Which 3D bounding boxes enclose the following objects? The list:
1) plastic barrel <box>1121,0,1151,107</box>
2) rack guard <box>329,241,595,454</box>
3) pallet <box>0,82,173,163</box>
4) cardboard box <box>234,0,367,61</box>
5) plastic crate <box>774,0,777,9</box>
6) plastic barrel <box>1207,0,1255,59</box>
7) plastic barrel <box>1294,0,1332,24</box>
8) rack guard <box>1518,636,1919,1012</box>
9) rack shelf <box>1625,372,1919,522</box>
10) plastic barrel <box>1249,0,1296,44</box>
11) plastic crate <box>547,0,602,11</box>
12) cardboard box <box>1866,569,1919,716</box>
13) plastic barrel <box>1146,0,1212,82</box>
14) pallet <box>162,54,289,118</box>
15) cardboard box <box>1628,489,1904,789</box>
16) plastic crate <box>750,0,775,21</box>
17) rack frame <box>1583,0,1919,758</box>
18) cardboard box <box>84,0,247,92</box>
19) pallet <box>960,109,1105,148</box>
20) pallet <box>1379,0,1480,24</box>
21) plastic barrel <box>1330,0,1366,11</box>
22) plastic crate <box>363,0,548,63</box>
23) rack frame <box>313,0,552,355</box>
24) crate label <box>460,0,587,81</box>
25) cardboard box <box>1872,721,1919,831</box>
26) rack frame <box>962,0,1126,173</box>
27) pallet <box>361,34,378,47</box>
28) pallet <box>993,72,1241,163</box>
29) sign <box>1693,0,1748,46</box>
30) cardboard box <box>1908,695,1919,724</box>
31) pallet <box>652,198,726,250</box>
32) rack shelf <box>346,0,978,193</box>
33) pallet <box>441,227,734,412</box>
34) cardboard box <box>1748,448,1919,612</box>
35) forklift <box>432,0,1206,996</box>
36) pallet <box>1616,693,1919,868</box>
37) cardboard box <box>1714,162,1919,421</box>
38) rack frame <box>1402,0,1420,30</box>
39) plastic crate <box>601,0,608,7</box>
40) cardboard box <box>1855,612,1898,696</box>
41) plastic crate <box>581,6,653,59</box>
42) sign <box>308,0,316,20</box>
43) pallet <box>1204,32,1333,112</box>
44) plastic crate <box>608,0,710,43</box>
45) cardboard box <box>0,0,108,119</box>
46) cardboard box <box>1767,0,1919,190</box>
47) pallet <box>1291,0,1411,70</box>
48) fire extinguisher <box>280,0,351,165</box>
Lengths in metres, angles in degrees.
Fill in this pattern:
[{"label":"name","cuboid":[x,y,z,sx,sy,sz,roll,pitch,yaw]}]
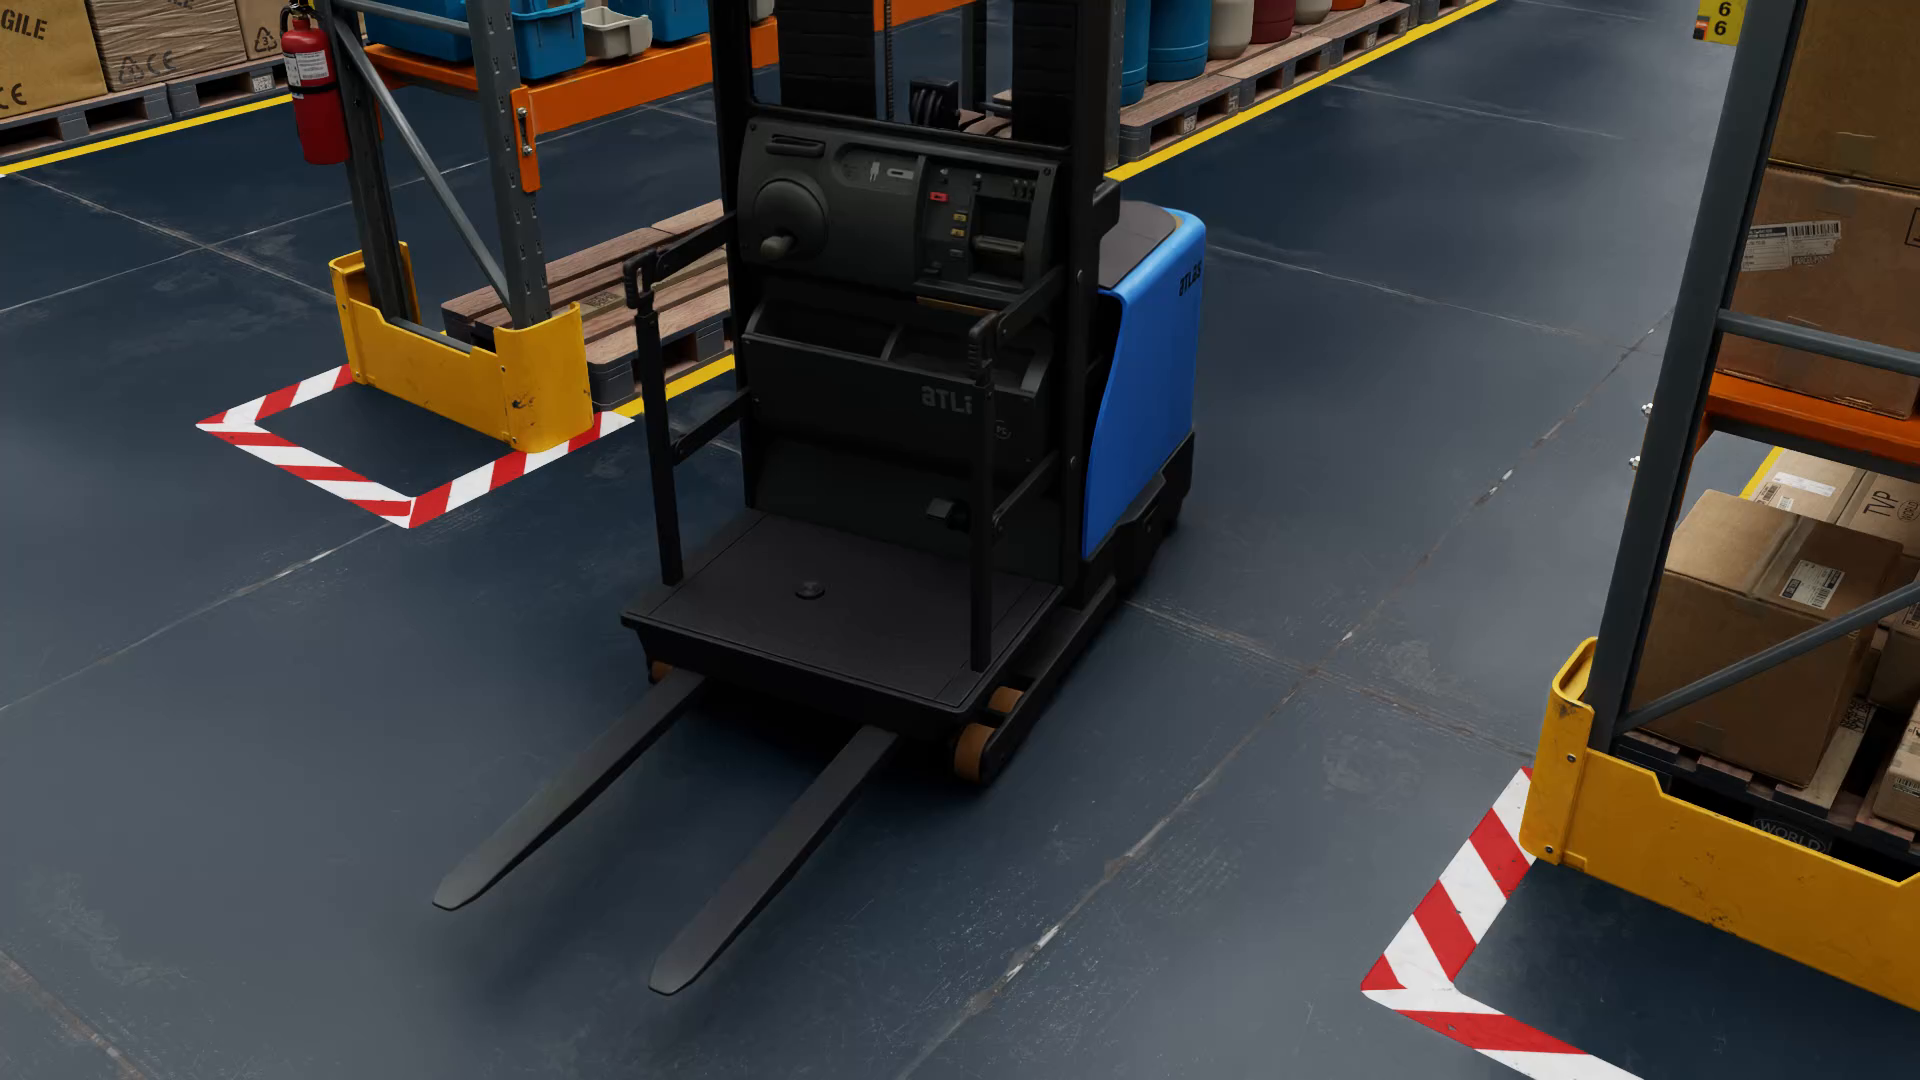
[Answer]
[{"label":"plastic barrel","cuboid":[0.787,-2.987,9.495,0.600,0.901,0.708,21,37,31]},{"label":"rack guard","cuboid":[-1.974,-0.779,6.573,1.175,0.500,0.348,21,37,31]},{"label":"pallet","cuboid":[-5.498,-2.541,9.831,1.003,0.211,1.213,21,37,31]},{"label":"cardboard box","cuboid":[-4.510,-3.675,10.681,0.875,0.875,0.875,21,37,31]},{"label":"plastic crate","cuboid":[-0.764,-2.356,6.888,0.416,0.233,0.300,21,37,31]},{"label":"plastic barrel","cuboid":[1.626,-3.310,10.421,0.421,0.512,0.421,0,31,0]},{"label":"plastic barrel","cuboid":[2.308,-3.769,11.195,0.421,0.512,0.421,0,31,0]},{"label":"rack guard","cuboid":[2.023,0.703,4.074,1.175,0.500,0.348,21,37,31]},{"label":"rack shelf","cuboid":[3.184,-0.845,4.940,1.077,0.370,4.000,21,37,31]},{"label":"plastic barrel","cuboid":[1.896,-3.600,10.835,0.600,0.588,0.708,21,37,31]},{"label":"plastic crate","cuboid":[-1.622,-2.167,6.665,0.396,0.136,0.243,21,37,31]},{"label":"cardboard box","cuboid":[2.833,0.315,4.542,0.500,0.250,0.500,21,37,31]},{"label":"plastic barrel","cuboid":[1.214,-3.275,9.981,0.600,0.901,0.708,21,37,31]},{"label":"pallet","cuboid":[-4.762,-3.035,10.664,1.003,0.211,1.213,21,37,31]},{"label":"cardboard box","cuboid":[2.109,0.248,4.410,0.500,0.500,0.500,21,37,31]},{"label":"plastic crate","cuboid":[-0.889,-2.160,6.652,0.250,0.136,0.298,21,37,31]},{"label":"rack frame","cuboid":[1.977,-0.342,3.384,1.000,3.000,0.127,21,37,31]},{"label":"cardboard box","cuboid":[-5.047,-3.313,10.071,0.875,0.875,0.875,21,37,31]},{"label":"pallet","cuboid":[0.032,-1.983,8.889,1.003,0.211,1.213,21,37,31]},{"label":"pallet","cuboid":[3.358,-4.223,12.668,1.003,0.211,1.213,21,37,31]},{"label":"plastic barrel","cuboid":[2.577,-4.162,11.548,0.600,0.830,0.708,21,37,31]},{"label":"plastic crate","cuboid":[-1.917,-2.102,6.262,0.616,0.435,0.499,21,37,31]},{"label":"rack frame","cuboid":[-1.970,-1.868,5.959,1.000,3.000,0.127,21,37,31]},{"label":"crate label","cuboid":[-1.558,-1.821,5.985,0.416,0.233,0.303,21,37,31]},{"label":"cardboard box","cuboid":[2.504,0.631,4.108,0.380,0.149,0.250,21,37,31]},{"label":"rack frame","cuboid":[0.445,-3.494,8.703,1.000,3.000,0.127,21,37,31]},{"label":"pallet","cuboid":[-4.026,-3.533,11.505,1.003,0.211,1.213,21,37,31]},{"label":"pallet","cuboid":[0.944,-2.595,9.921,1.003,0.211,1.213,21,37,31]},{"label":"sign","cuboid":[1.546,-1.155,3.311,0.100,0.325,0.005,21,37,31]},{"label":"cardboard box","cuboid":[2.655,0.522,4.275,0.380,0.166,0.250,21,37,31]},{"label":"pallet","cuboid":[-0.704,-1.485,8.049,1.003,0.211,1.213,21,37,31]},{"label":"rack shelf","cuboid":[-0.763,-2.371,7.514,1.077,0.370,4.000,21,37,31]},{"label":"pallet","cuboid":[-1.441,-0.991,7.216,1.003,0.211,1.213,21,37,31]},{"label":"cardboard box","cuboid":[2.706,-0.022,5.110,0.500,0.250,0.500,21,37,31]},{"label":"forklift","cuboid":[-0.275,-0.842,4.296,1.130,2.935,3.031,14,33,22]},{"label":"pallet","cuboid":[2.503,0.503,4.695,1.003,0.211,1.213,21,37,31]},{"label":"cardboard box","cuboid":[2.030,-0.651,3.808,0.500,0.500,0.500,22,37,33]},{"label":"rack frame","cuboid":[2.859,-5.119,11.446,1.000,3.000,0.127,21,37,31]},{"label":"plastic crate","cuboid":[-1.436,-2.281,6.856,0.396,0.136,0.243,21,37,31]},{"label":"cardboard box","cuboid":[2.425,0.254,4.727,0.380,0.166,0.250,21,37,31]},{"label":"plastic crate","cuboid":[-1.299,-1.884,6.187,0.250,0.136,0.298,21,37,31]},{"label":"sign","cuboid":[-2.418,-2.101,6.192,0.100,0.325,0.005,21,37,31]},{"label":"pallet","cuboid":[1.680,-3.093,10.762,1.003,0.211,1.213,21,37,31]},{"label":"plastic crate","cuboid":[-1.161,-2.088,6.437,0.416,0.233,0.300,21,37,31]},{"label":"cardboard box","cuboid":[-5.596,-2.943,9.446,0.875,0.875,0.875,21,37,31]},{"label":"cardboard box","cuboid":[2.026,-1.080,3.552,0.500,0.500,0.500,21,36,31]},{"label":"pallet","cuboid":[2.416,-3.587,11.595,1.003,0.211,1.213,21,37,31]},{"label":"fire extinguisher","cuboid":[-2.423,-1.753,6.207,0.296,0.674,0.183,21,37,31]}]
